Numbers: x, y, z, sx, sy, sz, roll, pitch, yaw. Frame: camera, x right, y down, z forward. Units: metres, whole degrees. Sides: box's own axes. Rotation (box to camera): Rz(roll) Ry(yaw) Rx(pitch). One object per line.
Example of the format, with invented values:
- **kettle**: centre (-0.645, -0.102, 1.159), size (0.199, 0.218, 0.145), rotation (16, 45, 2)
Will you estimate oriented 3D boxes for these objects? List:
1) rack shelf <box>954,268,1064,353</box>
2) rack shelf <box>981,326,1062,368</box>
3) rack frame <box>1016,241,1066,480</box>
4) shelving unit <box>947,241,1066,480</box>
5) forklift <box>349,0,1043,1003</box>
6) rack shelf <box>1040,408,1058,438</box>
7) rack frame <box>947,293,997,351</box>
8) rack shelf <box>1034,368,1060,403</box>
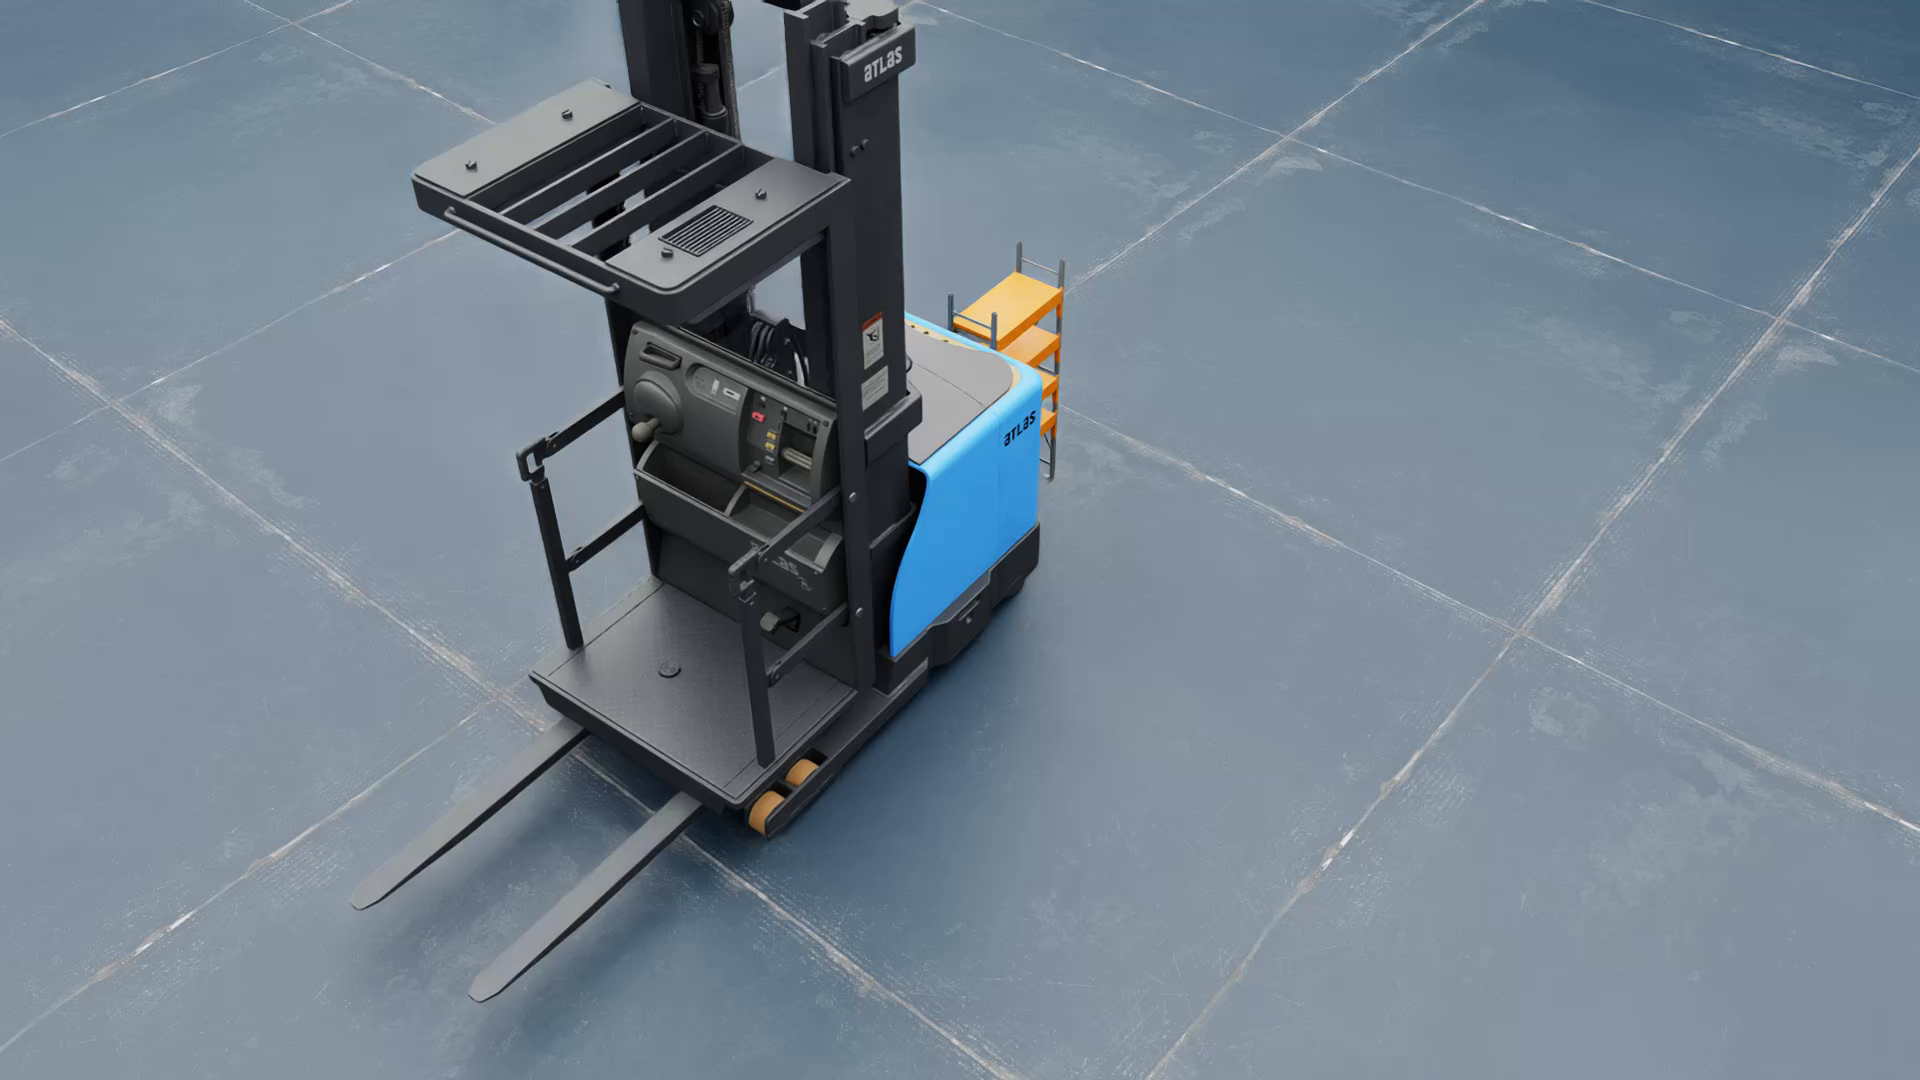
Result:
- **rack shelf**: centre (0.195, -0.932, 6.981), size (0.258, 0.148, 0.480), rotation (27, 49, 26)
- **rack shelf**: centre (0.195, -0.757, 7.140), size (0.258, 0.148, 0.480), rotation (27, 49, 26)
- **rack frame**: centre (0.340, -0.773, 7.390), size (0.240, 1.200, 0.015), rotation (27, 49, 26)
- **shelving unit**: centre (0.195, -0.641, 7.245), size (0.258, 1.200, 0.503), rotation (27, 49, 26)
- **forklift**: centre (-0.938, -0.356, 5.645), size (1.130, 2.935, 3.031), rotation (27, 49, 26)
- **rack shelf**: centre (0.195, -0.444, 7.424), size (0.258, 0.148, 0.480), rotation (27, 49, 26)
- **rack frame**: centre (0.049, -0.509, 7.100), size (0.240, 1.200, 0.015), rotation (27, 49, 26)
- **rack shelf**: centre (0.195, -0.591, 7.291), size (0.258, 0.148, 0.480), rotation (27, 49, 26)
